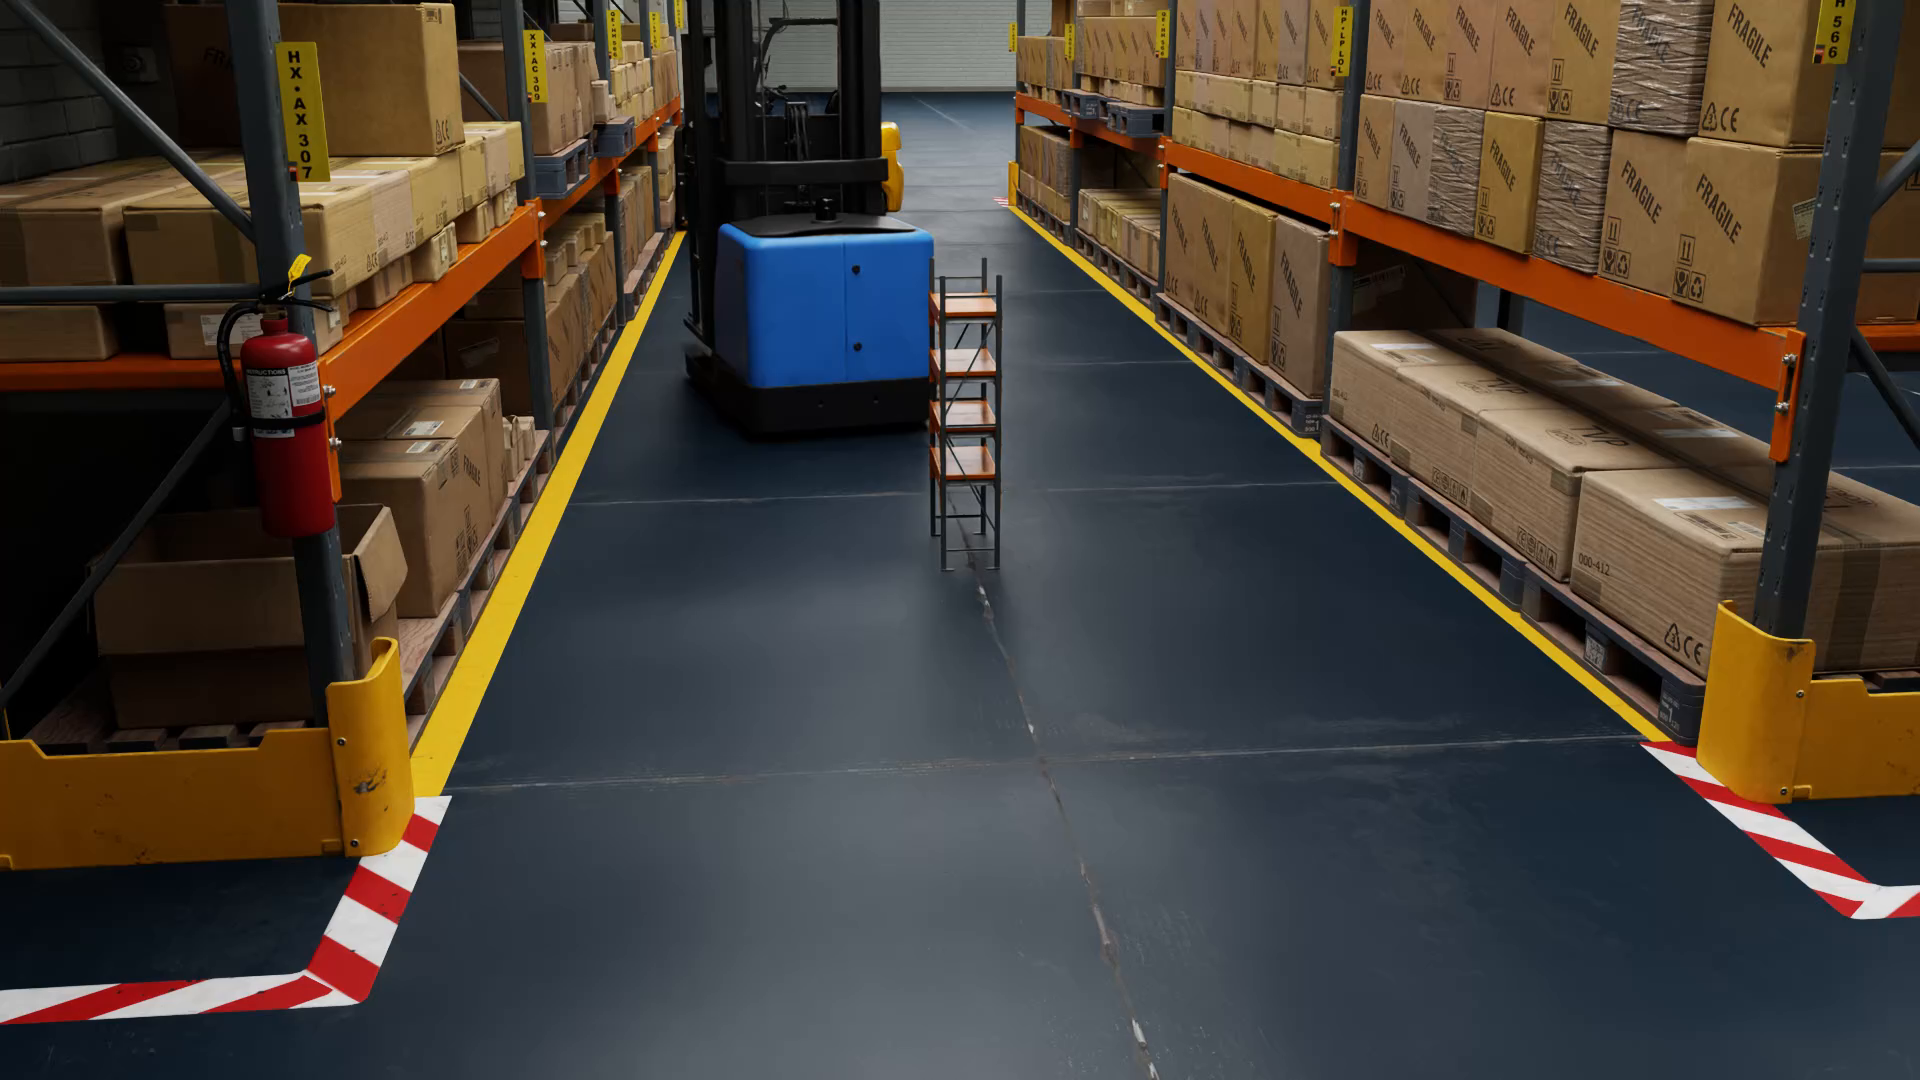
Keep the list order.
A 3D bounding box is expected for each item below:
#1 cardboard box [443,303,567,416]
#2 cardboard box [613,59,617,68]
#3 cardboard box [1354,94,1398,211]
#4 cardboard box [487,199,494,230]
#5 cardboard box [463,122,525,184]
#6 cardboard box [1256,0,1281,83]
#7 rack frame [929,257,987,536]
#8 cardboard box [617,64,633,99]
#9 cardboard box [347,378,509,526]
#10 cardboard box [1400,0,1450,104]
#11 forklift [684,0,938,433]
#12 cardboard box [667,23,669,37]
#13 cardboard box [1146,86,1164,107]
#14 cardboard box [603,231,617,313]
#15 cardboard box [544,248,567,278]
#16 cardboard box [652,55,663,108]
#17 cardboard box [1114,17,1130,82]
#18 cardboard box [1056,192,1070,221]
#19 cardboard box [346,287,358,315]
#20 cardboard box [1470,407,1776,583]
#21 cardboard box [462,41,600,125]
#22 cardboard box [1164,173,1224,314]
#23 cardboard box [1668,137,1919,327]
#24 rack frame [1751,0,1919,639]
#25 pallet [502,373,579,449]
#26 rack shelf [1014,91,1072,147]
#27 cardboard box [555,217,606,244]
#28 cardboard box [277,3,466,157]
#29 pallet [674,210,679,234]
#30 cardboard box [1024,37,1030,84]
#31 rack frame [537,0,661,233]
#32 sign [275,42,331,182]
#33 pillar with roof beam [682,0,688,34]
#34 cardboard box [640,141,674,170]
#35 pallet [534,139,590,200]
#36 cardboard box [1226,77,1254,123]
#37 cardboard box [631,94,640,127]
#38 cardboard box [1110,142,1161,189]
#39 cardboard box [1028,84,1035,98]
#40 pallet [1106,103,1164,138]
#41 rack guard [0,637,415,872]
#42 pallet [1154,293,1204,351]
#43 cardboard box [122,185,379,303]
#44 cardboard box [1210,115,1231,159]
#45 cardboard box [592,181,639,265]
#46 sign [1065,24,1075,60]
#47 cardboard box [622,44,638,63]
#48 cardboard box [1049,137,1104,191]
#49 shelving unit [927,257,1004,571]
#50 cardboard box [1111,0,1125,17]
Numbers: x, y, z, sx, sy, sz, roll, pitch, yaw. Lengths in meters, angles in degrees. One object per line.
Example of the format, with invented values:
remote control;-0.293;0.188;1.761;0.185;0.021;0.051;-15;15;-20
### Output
cardboard box;-2.356;-0.944;8.649;0.500;0.500;0.500;-1;17;-3
cardboard box;-2.711;-3.518;12.124;0.380;0.149;0.250;-1;17;-4
cardboard box;2.195;-1.840;7.862;0.500;0.500;0.500;-1;17;-4
cardboard box;-2.146;-1.346;6.875;0.380;0.149;0.250;-1;17;-4
cardboard box;-2.234;-1.711;7.374;0.500;0.250;0.500;-1;17;-4
cardboard box;2.018;-2.895;9.556;0.500;0.500;0.500;-1;17;-4
rack frame;-0.008;-0.596;7.072;0.240;1.200;0.015;-2;18;-6
cardboard box;-2.831;-3.589;13.018;0.500;0.250;0.500;-2;18;-7
cardboard box;-2.242;-0.352;6.761;0.700;0.500;0.500;-2;18;-8
cardboard box;2.261;-2.164;7.227;0.500;0.500;0.500;-2;18;-6
forklift;-1.068;-2.364;9.815;1.130;2.935;3.031;-6;18;-17
cardboard box;-3.321;-5.459;17.811;0.380;0.149;0.250;-1;17;-4
cardboard box;1.627;-3.380;12.654;0.380;0.149;0.250;-2;17;-5
cardboard box;-2.685;-1.865;11.583;0.500;0.500;0.500;-1;17;-4
cardboard box;-2.499;-1.605;9.670;0.380;0.149;0.250;-1;17;-4
cardboard box;-3.211;-4.511;16.372;0.500;0.500;0.500;-1;17;-5
cardboard box;1.554;-3.952;13.394;0.500;0.500;0.500;-3;18;-9
cardboard box;1.254;-3.380;16.823;0.500;0.250;0.500;-1;17;-3
cardboard box;-2.012;-0.732;4.919;0.380;0.149;0.250;-2;18;-6
cardboard box;2.550;-0.192;6.357;0.875;0.438;0.875;-1;17;-4
cardboard box;-2.590;-2.746;10.043;0.797;0.503;0.637;-2;18;-7
cardboard box;1.983;-2.110;11.735;0.875;0.875;0.875;-2;18;-6
cardboard box;2.507;-0.931;4.969;0.500;0.500;0.500;-2;18;-5
rack frame;2.820;-0.748;4.552;1.000;3.000;0.127;-2;18;-6
pallet;-2.651;-0.696;9.042;1.003;0.211;1.213;-2;18;-6
rack shelf;1.376;-4.576;17.946;1.077;0.370;4.000;-2;18;-6
cardboard box;-2.580;-2.075;11.166;0.380;0.149;0.250;-3;18;-9
cardboard box;-2.051;-1.612;5.806;0.500;0.500;0.500;-1;17;-4
pallet;-3.524;-3.441;17.785;1.003;0.211;1.213;-2;18;-6
cardboard box;0.999;-5.401;18.708;0.500;0.500;0.500;-1;17;-4
rack frame;-3.355;-4.169;15.448;1.000;3.000;0.127;-2;18;-6
sign;-1.577;-1.023;3.984;0.100;0.325;0.005;-2;18;-6
pillar with roof beam;-3.404;-17.058;46.489;9.100;9.000;0.400;-2;18;-6
cardboard box;-3.135;-3.841;16.623;0.500;0.250;0.500;-2;18;-6
pallet;-2.503;-1.935;8.654;1.003;0.211;1.213;-2;18;-6
cardboard box;1.932;-2.685;10.139;0.500;0.250;0.500;-1;17;-5
cardboard box;-2.904;-3.503;13.578;0.500;0.250;0.500;-1;17;-4
cardboard box;1.790;-3.754;16.763;0.500;0.500;0.500;-1;17;-3
cardboard box;0.966;-5.054;18.687;0.380;0.149;0.250;-2;17;-5
pallet;1.815;-3.249;12.838;1.213;0.211;1.003;-2;18;-6
rack guard;-2.125;0.576;4.506;1.175;0.500;0.348;-2;18;-6
pallet;2.001;-1.564;11.806;1.003;0.211;1.213;-2;18;-6
cardboard box;-1.896;-0.807;4.495;0.500;0.250;0.500;-2;18;-5
cardboard box;1.914;-2.597;10.693;0.500;0.250;0.500;-1;17;-4
cardboard box;-3.138;-2.626;13.796;0.875;0.625;0.625;-3;18;-8
sign;1.043;-4.717;15.749;0.100;0.325;0.005;-2;18;-6
cardboard box;-2.833;-3.975;13.580;0.380;0.149;0.250;-2;18;-7
cardboard box;1.200;-3.889;17.194;0.500;0.500;0.500;-1;17;-5
shelving unit;0.017;-0.523;6.840;0.258;1.200;0.503;-2;18;-6
cardboard box;1.493;-4.551;14.218;0.380;0.149;0.250;-1;17;-3
